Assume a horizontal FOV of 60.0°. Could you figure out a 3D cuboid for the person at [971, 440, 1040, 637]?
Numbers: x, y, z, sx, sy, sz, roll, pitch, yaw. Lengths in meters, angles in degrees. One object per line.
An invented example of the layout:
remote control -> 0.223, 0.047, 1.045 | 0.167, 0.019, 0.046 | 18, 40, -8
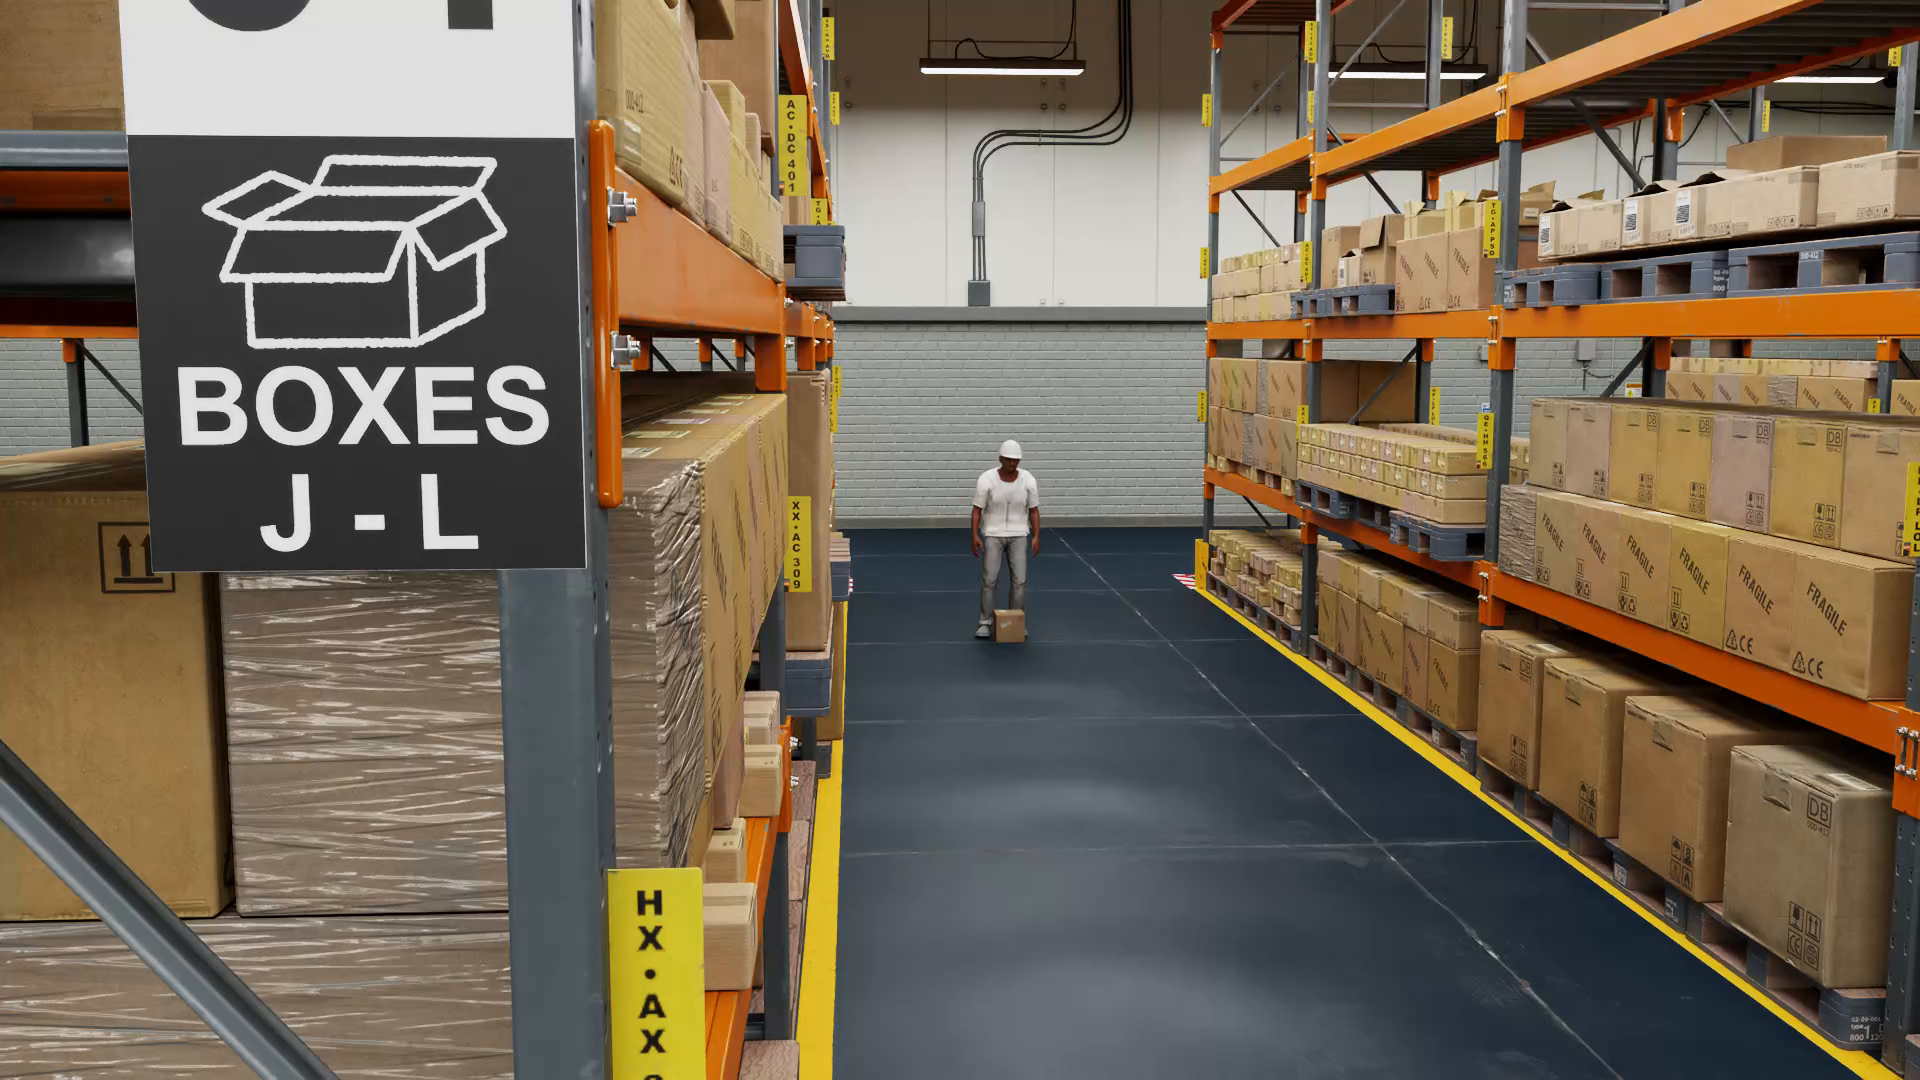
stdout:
person -> 0.410, -0.016, 14.809 | 0.628, 1.759, 0.461 | -1, 7, -7
